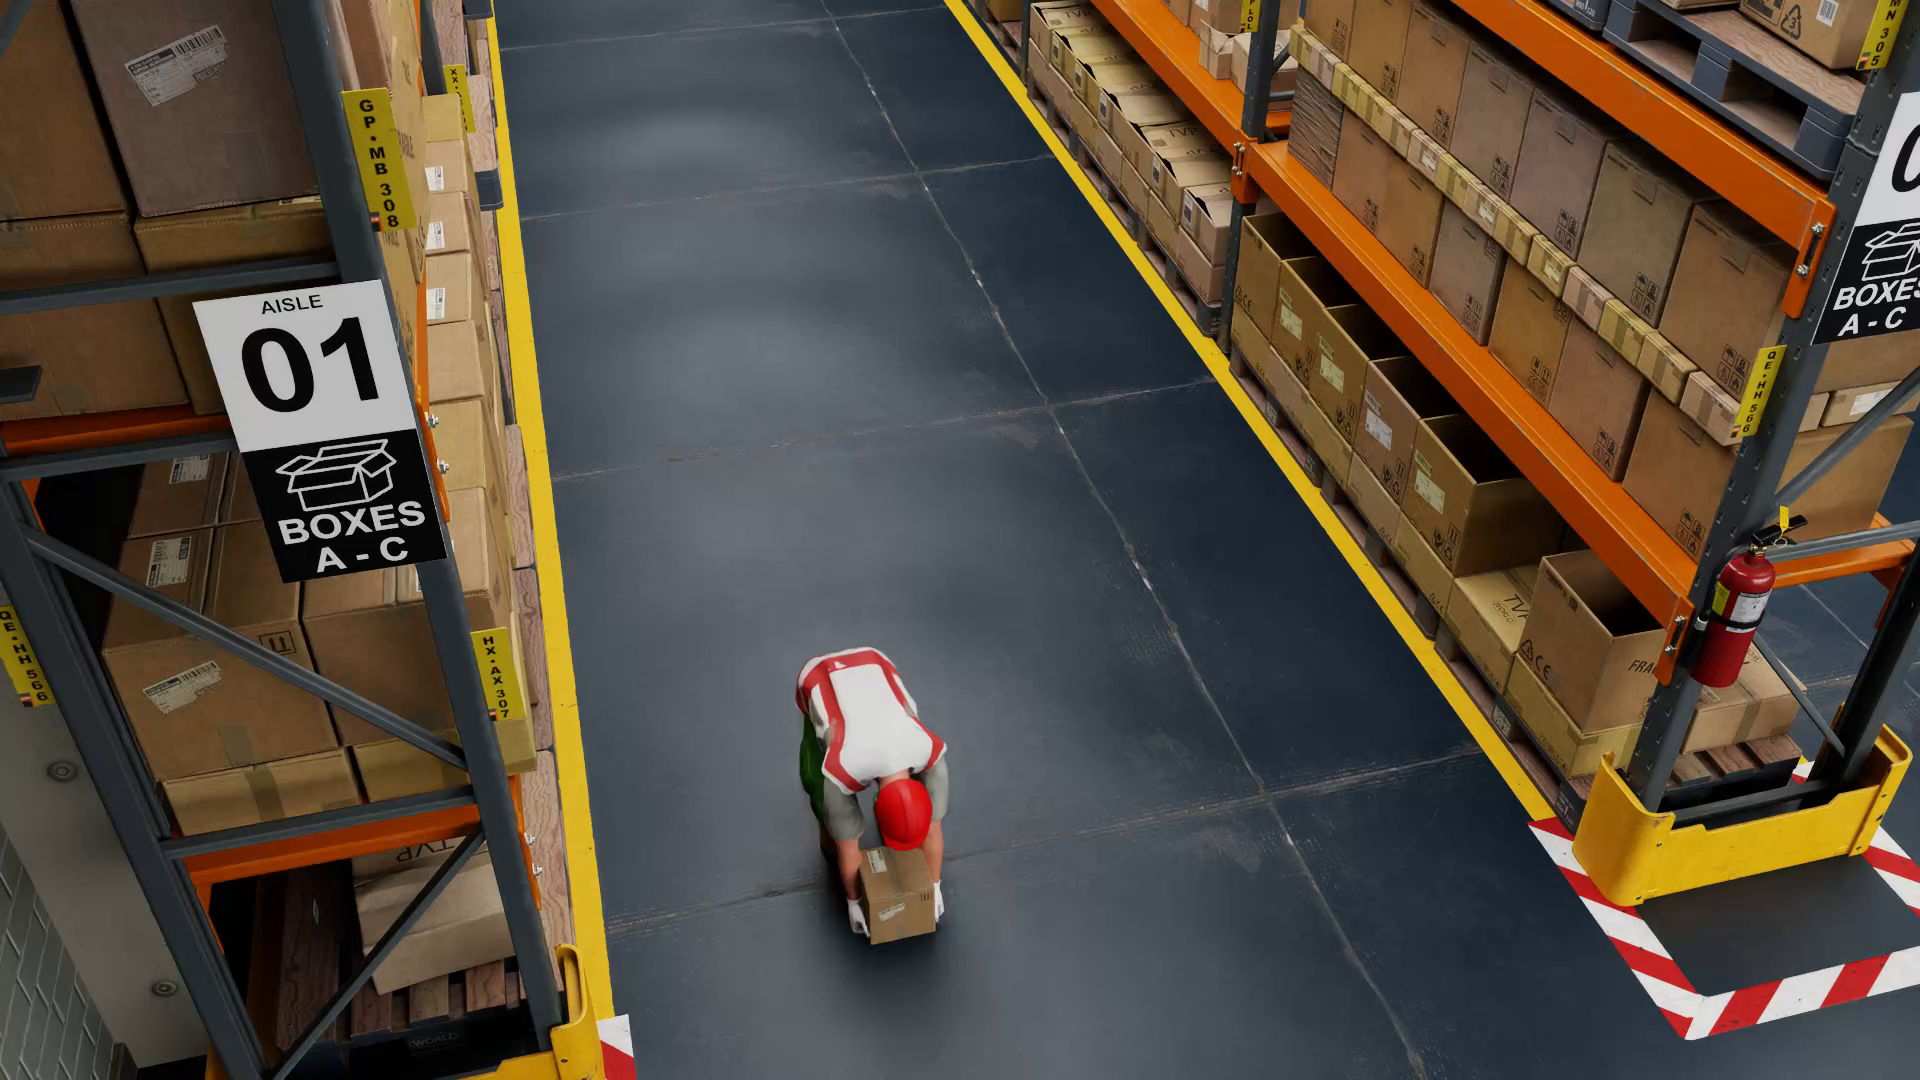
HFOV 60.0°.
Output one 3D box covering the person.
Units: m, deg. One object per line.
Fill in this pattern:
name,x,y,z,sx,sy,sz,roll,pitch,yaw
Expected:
person,-0.331,0.935,6.313,0.519,0.831,0.966,-10,39,-13
